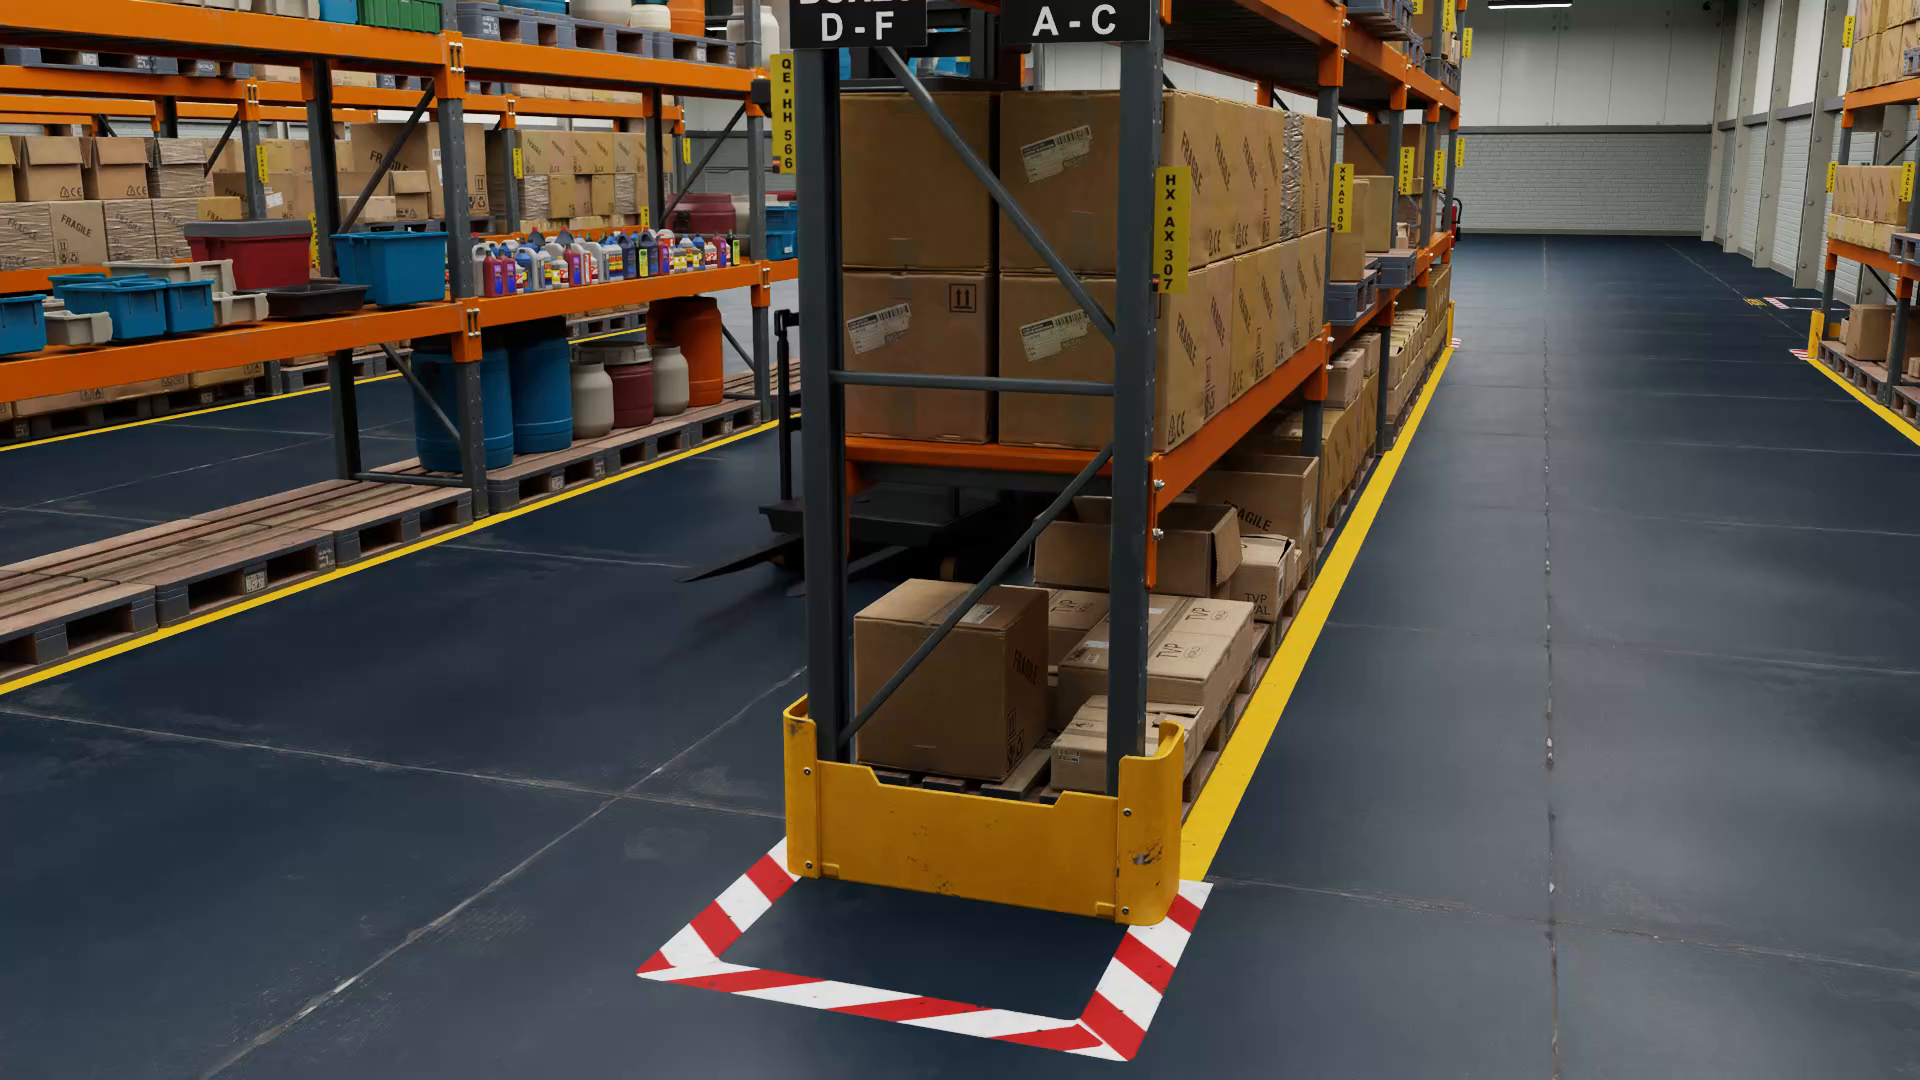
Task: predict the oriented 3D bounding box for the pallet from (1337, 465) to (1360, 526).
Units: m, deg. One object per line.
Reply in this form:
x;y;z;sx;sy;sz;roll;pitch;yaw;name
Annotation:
1.952;-0.343;10.515;1.003;0.211;1.213;4;14;18;pallet

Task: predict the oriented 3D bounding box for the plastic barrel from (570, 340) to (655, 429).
-2.567;-1.157;12.292;0.600;0.588;0.708;4;14;18;plastic barrel

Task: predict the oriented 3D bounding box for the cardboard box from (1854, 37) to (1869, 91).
9.351;-4.799;16.763;0.500;0.500;0.500;5;14;22;cardboard box

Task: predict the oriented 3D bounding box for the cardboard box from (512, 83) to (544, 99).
-5.064;-5.134;18.839;0.500;0.250;0.500;4;13;16;cardboard box

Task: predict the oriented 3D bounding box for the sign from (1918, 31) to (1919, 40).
8.093;-4.351;13.907;0.100;0.325;0.005;4;14;18;sign

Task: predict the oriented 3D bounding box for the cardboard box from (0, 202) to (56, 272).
-7.331;-2.323;12.701;0.500;0.500;0.500;4;13;17;cardboard box

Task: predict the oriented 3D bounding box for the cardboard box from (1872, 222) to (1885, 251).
8.644;-2.761;15.138;0.500;0.250;0.500;4;14;19;cardboard box

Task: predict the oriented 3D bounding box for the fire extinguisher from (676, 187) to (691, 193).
-3.685;-4.464;22.480;0.296;0.674;0.183;4;14;18;fire extinguisher

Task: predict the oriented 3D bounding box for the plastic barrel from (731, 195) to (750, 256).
-1.929;-2.757;14.573;0.421;0.512;0.421;0;13;0;plastic barrel

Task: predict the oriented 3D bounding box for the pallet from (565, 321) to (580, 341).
-5.268;-2.453;19.762;1.003;0.211;1.213;4;14;18;pallet

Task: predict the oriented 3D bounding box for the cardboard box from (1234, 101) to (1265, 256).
0.759;-1.255;5.772;0.500;0.500;0.500;5;14;19;cardboard box

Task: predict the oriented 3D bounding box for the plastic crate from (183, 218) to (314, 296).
-3.880;-1.518;9.121;0.402;0.464;0.583;4;14;18;plastic crate

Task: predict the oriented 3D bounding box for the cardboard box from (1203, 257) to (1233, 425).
0.593;-0.660;5.416;0.500;0.500;0.500;4;14;18;cardboard box

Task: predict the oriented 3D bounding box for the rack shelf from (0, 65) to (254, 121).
-7.393;-3.517;13.033;1.077;0.370;4.000;4;14;18;rack shelf

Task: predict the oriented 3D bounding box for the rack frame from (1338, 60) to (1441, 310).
3.920;-2.955;15.693;1.000;3.000;0.127;4;14;18;rack frame

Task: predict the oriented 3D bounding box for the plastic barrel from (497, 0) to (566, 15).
-2.946;-3.910;11.066;0.600;0.901;0.708;4;14;18;plastic barrel

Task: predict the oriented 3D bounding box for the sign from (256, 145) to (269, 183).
-6.220;-3.352;14.831;0.100;0.325;0.005;4;14;18;sign

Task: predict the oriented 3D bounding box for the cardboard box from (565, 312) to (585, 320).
-4.980;-2.994;20.537;0.500;0.500;0.500;3;13;13;cardboard box

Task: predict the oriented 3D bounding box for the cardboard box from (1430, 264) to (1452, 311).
5.323;-2.893;18.970;0.500;0.500;0.500;4;14;18;cardboard box

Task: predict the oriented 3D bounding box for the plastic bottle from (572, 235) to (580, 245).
-2.868;-2.122;12.335;0.097;0.271;0.097;0;13;0;plastic bottle

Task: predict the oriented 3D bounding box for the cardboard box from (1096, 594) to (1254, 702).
0.805;0.393;6.215;0.500;0.250;0.500;4;14;18;cardboard box

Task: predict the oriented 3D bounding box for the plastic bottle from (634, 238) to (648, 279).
-2.260;-1.990;11.726;0.061;0.283;0.133;4;14;18;plastic bottle

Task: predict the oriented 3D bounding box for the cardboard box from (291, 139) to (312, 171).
-9.375;-5.183;22.692;0.875;0.550;0.550;4;14;18;cardboard box

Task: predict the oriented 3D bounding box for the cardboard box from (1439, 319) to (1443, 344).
4.847;-2.210;17.667;0.500;0.250;0.500;4;14;18;cardboard box

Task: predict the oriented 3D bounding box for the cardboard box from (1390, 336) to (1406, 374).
3.235;-1.451;13.078;0.500;0.311;0.500;4;13;17;cardboard box

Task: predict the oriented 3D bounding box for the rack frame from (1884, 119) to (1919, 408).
8.609;-2.599;14.134;1.000;3.000;0.127;4;14;18;rack frame

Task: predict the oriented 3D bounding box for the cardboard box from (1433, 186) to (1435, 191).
4.854;-3.795;17.692;0.380;0.149;0.250;5;14;20;cardboard box

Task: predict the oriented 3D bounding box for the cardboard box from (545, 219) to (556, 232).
-4.950;-3.676;19.419;0.380;0.149;0.250;4;14;18;cardboard box

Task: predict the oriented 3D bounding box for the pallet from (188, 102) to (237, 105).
-9.441;-5.894;22.028;1.003;0.211;1.213;4;14;18;pallet

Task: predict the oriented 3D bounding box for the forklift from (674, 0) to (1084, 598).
-0.359;-1.297;8.582;1.130;2.935;3.031;6;14;25;forklift

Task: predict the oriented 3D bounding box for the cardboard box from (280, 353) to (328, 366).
-6.548;-1.965;15.985;0.700;0.500;0.500;4;13;15;cardboard box

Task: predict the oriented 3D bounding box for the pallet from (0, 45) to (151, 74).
-7.263;-3.822;13.175;1.003;0.211;1.213;5;14;21;pallet

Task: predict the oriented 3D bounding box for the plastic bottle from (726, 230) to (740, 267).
-1.787;-2.297;13.074;0.061;0.283;0.133;4;14;18;plastic bottle

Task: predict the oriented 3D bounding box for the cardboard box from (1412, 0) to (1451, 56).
4.333;-4.826;15.667;0.500;0.500;0.500;6;14;23;cardboard box

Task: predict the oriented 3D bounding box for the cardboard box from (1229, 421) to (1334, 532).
1.719;-0.351;8.912;0.500;0.500;0.500;4;13;16;cardboard box

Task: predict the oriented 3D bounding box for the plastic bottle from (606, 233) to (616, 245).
-2.661;-2.215;12.742;0.097;0.271;0.097;0;13;0;plastic bottle

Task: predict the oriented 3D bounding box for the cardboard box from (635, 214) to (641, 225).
-4.264;-4.153;21.508;0.380;0.149;0.250;4;14;18;cardboard box

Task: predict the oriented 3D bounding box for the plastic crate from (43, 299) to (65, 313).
-4.303;-1.055;7.828;0.298;0.136;0.250;4;14;18;plastic crate

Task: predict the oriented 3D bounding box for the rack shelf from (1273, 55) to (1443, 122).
3.273;-3.645;13.594;1.077;0.370;4.000;4;14;18;rack shelf

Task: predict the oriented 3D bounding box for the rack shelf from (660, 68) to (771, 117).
-1.413;-4.003;15.160;1.077;0.370;4.000;4;14;18;rack shelf

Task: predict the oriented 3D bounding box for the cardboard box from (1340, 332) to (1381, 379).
2.531;-1.248;11.159;0.500;0.250;0.500;5;14;21;cardboard box

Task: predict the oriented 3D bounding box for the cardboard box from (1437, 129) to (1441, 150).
5.034;-4.370;18.752;0.700;0.500;0.500;4;14;19;cardboard box

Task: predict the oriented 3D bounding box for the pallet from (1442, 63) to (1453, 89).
4.568;-4.812;17.286;1.003;0.211;1.213;4;14;18;pallet

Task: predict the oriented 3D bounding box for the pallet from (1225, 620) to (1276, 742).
0.716;0.491;6.861;1.003;0.211;1.213;4;14;18;pallet

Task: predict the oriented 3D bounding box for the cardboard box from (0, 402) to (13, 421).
-7.852;-1.290;12.228;1.225;0.875;0.875;4;14;19;cardboard box

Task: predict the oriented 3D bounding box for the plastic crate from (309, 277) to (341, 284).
-3.640;-1.441;9.518;0.396;0.136;0.243;4;14;18;plastic crate

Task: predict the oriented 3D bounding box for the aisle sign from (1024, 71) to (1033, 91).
0.833;-5.416;20.632;0.394;0.787;0.004;4;14;18;aisle sign

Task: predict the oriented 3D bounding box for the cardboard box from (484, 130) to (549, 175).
-5.066;-4.427;19.001;0.500;0.500;0.500;4;14;18;cardboard box

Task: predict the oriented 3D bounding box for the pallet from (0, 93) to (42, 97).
-10.890;-4.950;18.120;1.003;0.211;1.213;5;14;21;pallet

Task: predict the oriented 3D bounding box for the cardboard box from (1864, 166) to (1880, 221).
8.798;-3.234;15.522;0.500;0.500;0.500;4;13;17;cardboard box

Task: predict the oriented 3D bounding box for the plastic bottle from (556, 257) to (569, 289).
-2.599;-1.742;10.824;0.097;0.201;0.097;0;13;0;plastic bottle

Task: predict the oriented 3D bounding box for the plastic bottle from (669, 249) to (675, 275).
-2.137;-2.042;12.141;0.097;0.201;0.097;0;13;0;plastic bottle

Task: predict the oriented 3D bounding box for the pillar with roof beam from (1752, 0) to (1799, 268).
12.245;-10.256;34.200;9.100;9.000;0.400;4;14;18;pillar with roof beam

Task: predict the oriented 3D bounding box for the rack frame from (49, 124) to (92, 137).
-13.535;-5.225;25.637;1.000;3.000;0.127;4;14;18;rack frame
